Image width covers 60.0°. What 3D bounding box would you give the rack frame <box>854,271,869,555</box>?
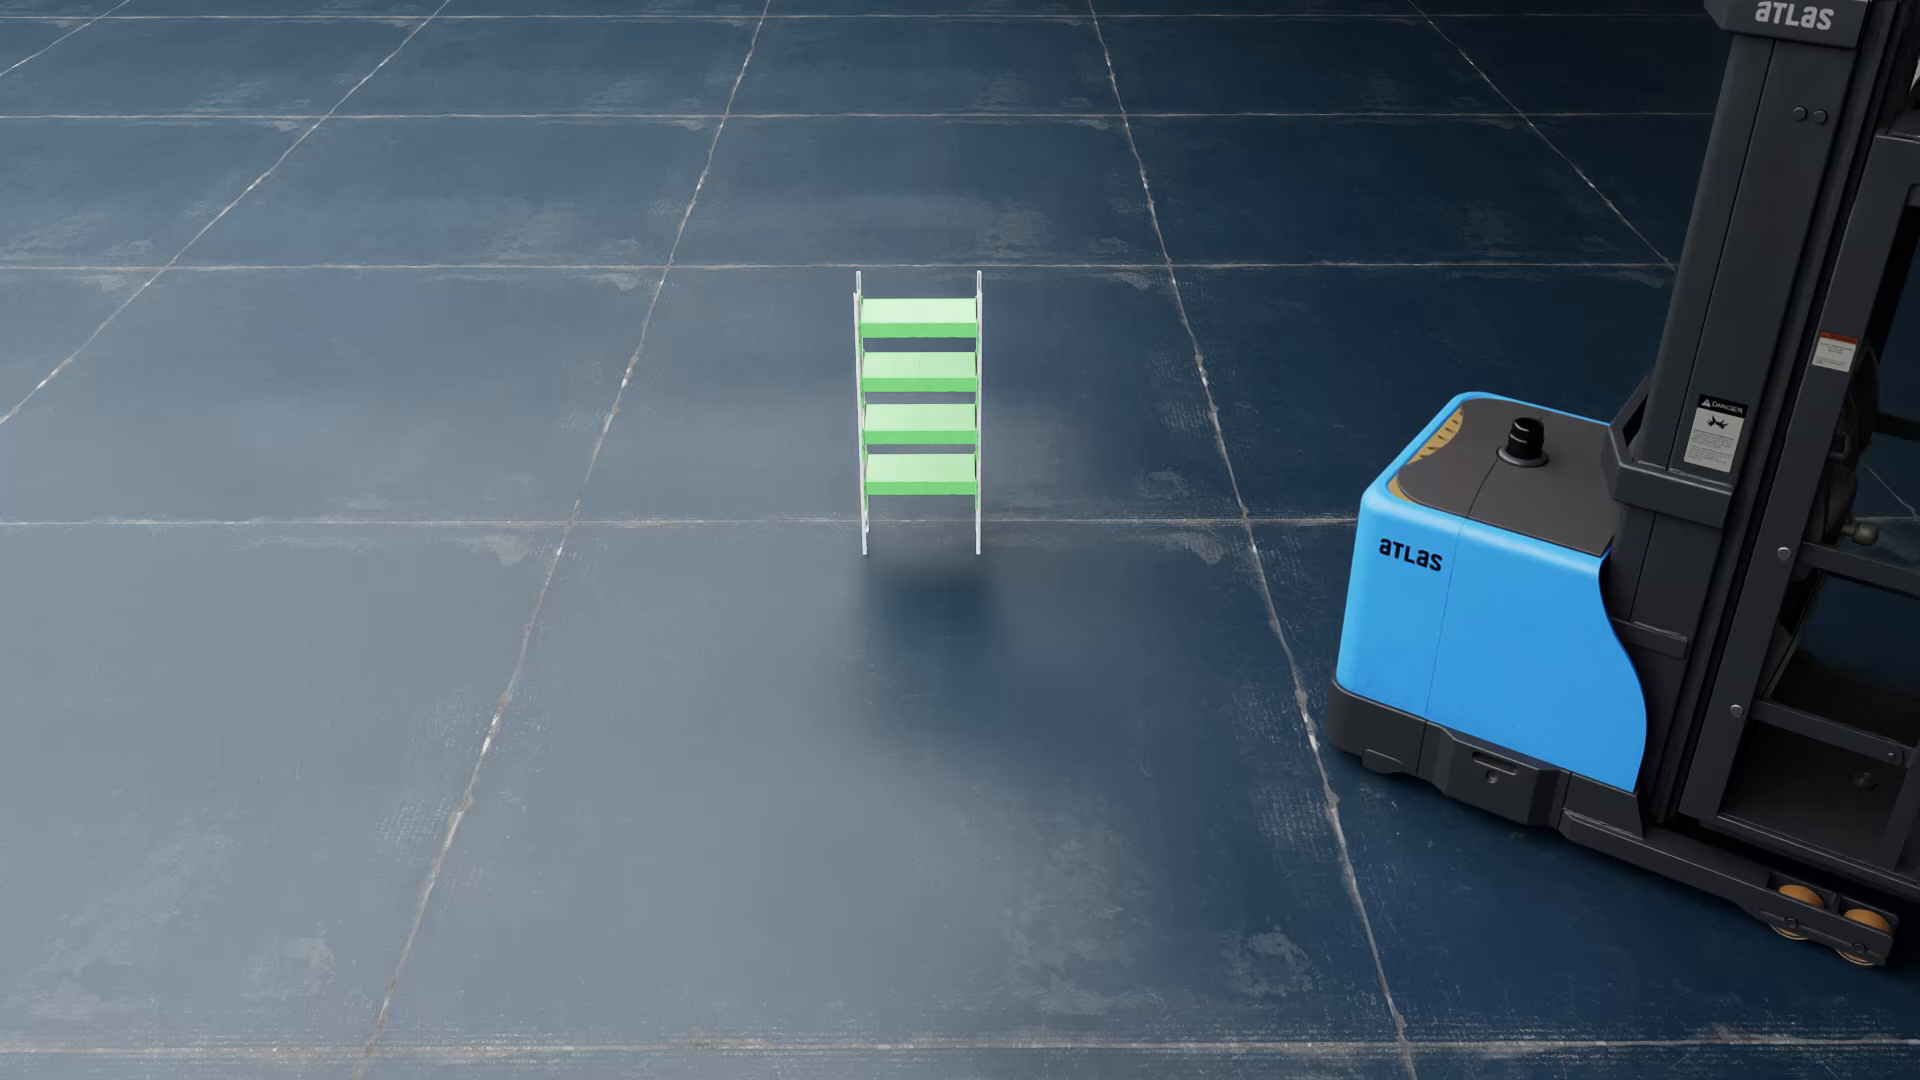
[{"bbox_3d":[-0.410,-0.512,6.937,0.015,1.200,0.240,0,31,0],"label":"rack frame"}]

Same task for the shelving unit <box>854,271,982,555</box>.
[{"bbox_3d":[-0.166,-0.512,6.938,0.503,1.200,0.258,0,31,0],"label":"shelving unit"}]

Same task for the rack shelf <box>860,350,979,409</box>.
[{"bbox_3d":[-0.166,-0.663,6.847,0.480,0.148,0.258,0,31,0],"label":"rack shelf"}]

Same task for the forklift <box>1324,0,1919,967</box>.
[{"bbox_3d":[2.814,-0.266,4.862,3.031,2.935,1.130,19,36,29],"label":"forklift"}]

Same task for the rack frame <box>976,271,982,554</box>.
[{"bbox_3d":[0.078,-0.513,6.939,0.015,1.200,0.240,0,31,0],"label":"rack frame"}]

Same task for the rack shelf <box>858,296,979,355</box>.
[{"bbox_3d":[-0.166,-0.868,6.722,0.480,0.148,0.258,0,31,0],"label":"rack shelf"}]

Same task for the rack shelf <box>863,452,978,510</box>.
[{"bbox_3d":[-0.166,-0.253,7.096,0.480,0.148,0.258,0,31,0],"label":"rack shelf"}]

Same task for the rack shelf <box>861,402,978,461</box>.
[{"bbox_3d":[-0.166,-0.458,6.971,0.480,0.148,0.258,0,31,0],"label":"rack shelf"}]
